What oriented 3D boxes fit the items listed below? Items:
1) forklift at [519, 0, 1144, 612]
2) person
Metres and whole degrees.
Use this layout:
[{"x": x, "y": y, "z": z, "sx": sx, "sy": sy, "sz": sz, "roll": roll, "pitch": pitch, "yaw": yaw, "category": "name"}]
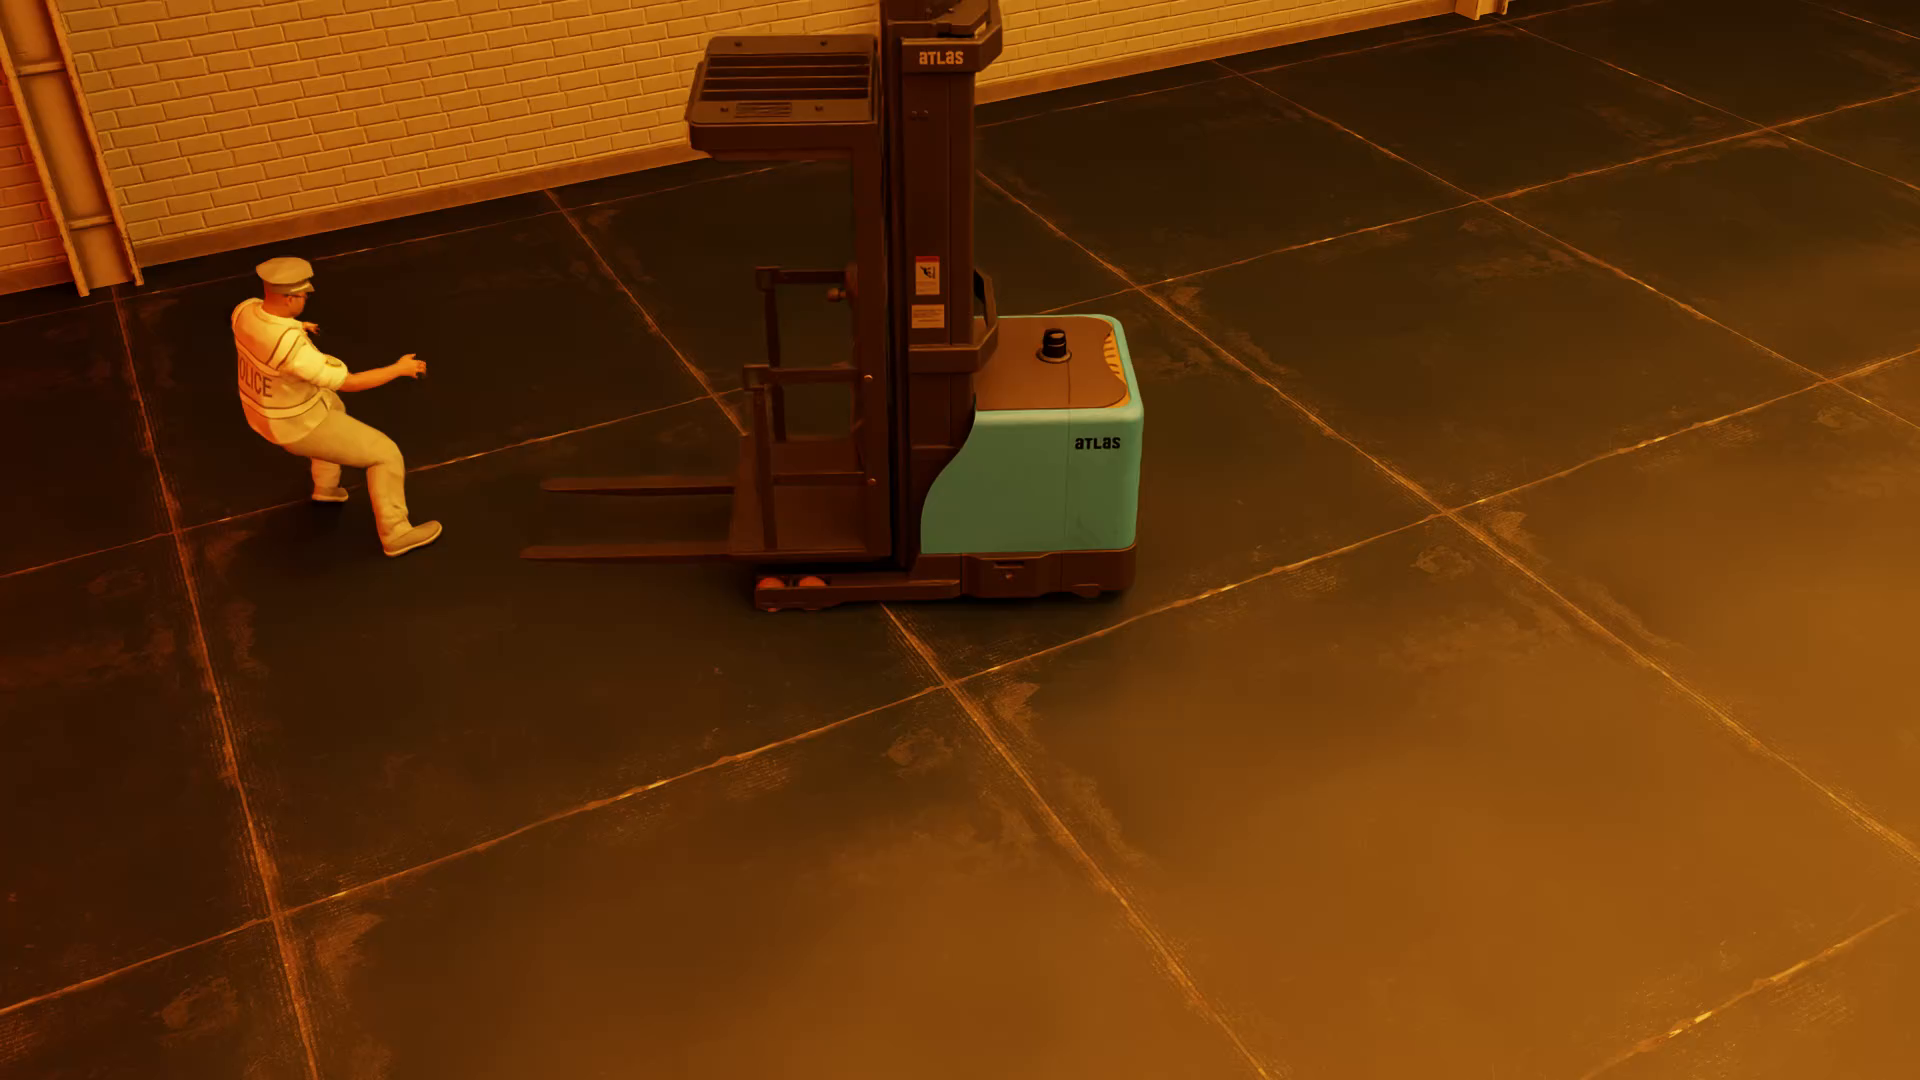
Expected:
[{"x": -0.664, "y": -1.158, "z": 7.762, "sx": 3.031, "sy": 2.935, "sz": 1.130, "roll": -1, "pitch": 35, "yaw": -2, "category": "forklift"}, {"x": -3.155, "y": -0.737, "z": 8.345, "sx": 0.894, "sy": 1.560, "sz": 0.781, "roll": 26, "pitch": 43, "yaw": 32, "category": "person"}]
